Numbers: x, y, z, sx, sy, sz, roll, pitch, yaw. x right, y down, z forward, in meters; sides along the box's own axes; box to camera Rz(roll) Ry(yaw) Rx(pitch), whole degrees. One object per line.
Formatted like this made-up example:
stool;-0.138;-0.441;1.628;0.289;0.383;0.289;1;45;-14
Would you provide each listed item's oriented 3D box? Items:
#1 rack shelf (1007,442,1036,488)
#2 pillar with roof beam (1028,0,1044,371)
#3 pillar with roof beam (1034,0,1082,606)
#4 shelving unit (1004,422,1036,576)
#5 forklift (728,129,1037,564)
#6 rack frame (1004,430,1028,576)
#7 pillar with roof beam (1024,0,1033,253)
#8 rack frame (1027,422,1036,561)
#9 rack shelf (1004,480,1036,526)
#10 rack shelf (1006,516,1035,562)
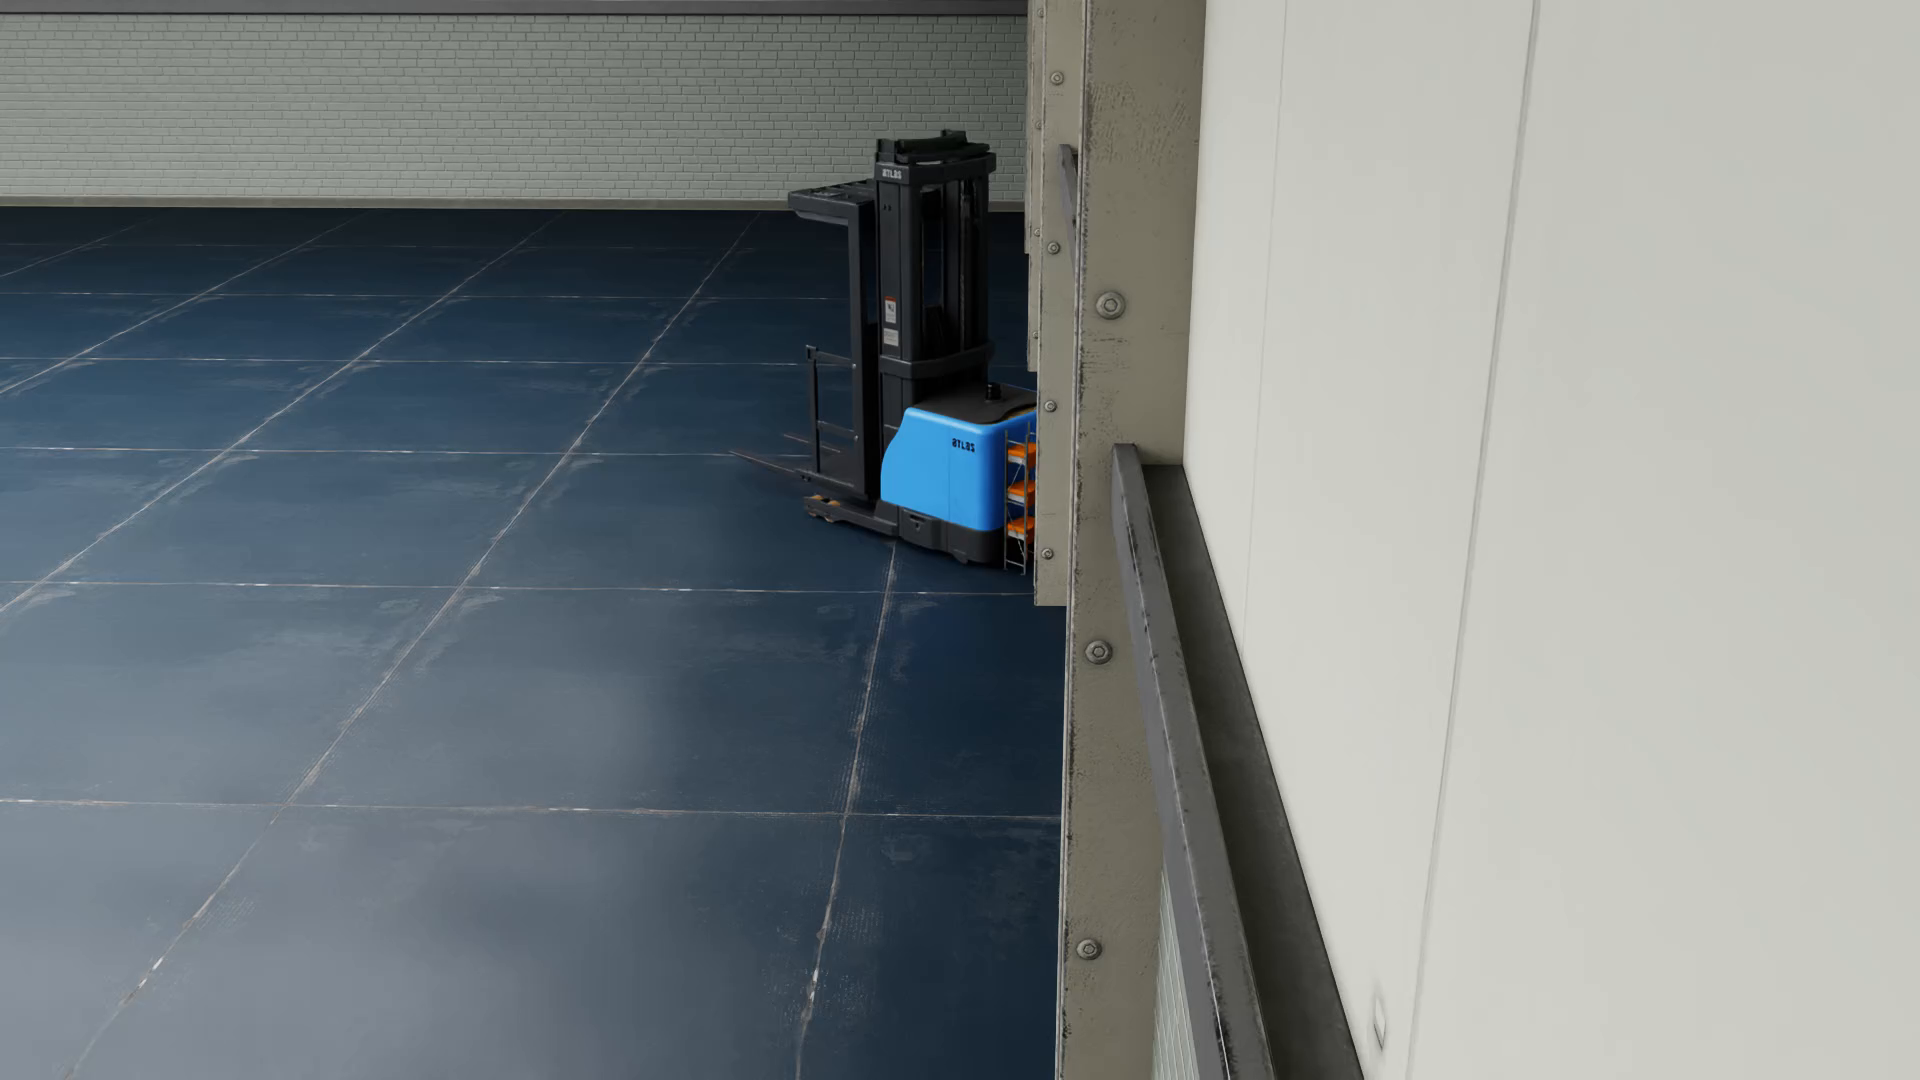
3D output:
rack shelf;0.475;-0.543;11.723;0.215;0.259;0.240;18;28;39
pillar with roof beam;-3.450;-6.034;15.641;9.100;9.000;0.400;1;21;2
pillar with roof beam;-3.633;-3.865;10.050;9.100;9.000;0.400;1;21;2
shelving unit;0.475;-0.289;11.822;0.215;1.050;0.252;18;28;39
forklift;-0.586;-1.625;12.666;3.031;2.935;1.130;18;28;39
rack frame;0.393;-0.256;11.737;0.200;1.050;0.008;18;28;39
pillar with roof beam;-3.268;-8.204;21.232;9.100;9.000;0.400;1;21;2
rack frame;0.556;-0.322;11.906;0.200;1.050;0.008;18;28;39
rack shelf;0.475;-0.279;11.826;0.215;0.259;0.240;18;28;39
rack shelf;0.475;-0.020;11.926;0.215;0.259;0.240;18;28;39
